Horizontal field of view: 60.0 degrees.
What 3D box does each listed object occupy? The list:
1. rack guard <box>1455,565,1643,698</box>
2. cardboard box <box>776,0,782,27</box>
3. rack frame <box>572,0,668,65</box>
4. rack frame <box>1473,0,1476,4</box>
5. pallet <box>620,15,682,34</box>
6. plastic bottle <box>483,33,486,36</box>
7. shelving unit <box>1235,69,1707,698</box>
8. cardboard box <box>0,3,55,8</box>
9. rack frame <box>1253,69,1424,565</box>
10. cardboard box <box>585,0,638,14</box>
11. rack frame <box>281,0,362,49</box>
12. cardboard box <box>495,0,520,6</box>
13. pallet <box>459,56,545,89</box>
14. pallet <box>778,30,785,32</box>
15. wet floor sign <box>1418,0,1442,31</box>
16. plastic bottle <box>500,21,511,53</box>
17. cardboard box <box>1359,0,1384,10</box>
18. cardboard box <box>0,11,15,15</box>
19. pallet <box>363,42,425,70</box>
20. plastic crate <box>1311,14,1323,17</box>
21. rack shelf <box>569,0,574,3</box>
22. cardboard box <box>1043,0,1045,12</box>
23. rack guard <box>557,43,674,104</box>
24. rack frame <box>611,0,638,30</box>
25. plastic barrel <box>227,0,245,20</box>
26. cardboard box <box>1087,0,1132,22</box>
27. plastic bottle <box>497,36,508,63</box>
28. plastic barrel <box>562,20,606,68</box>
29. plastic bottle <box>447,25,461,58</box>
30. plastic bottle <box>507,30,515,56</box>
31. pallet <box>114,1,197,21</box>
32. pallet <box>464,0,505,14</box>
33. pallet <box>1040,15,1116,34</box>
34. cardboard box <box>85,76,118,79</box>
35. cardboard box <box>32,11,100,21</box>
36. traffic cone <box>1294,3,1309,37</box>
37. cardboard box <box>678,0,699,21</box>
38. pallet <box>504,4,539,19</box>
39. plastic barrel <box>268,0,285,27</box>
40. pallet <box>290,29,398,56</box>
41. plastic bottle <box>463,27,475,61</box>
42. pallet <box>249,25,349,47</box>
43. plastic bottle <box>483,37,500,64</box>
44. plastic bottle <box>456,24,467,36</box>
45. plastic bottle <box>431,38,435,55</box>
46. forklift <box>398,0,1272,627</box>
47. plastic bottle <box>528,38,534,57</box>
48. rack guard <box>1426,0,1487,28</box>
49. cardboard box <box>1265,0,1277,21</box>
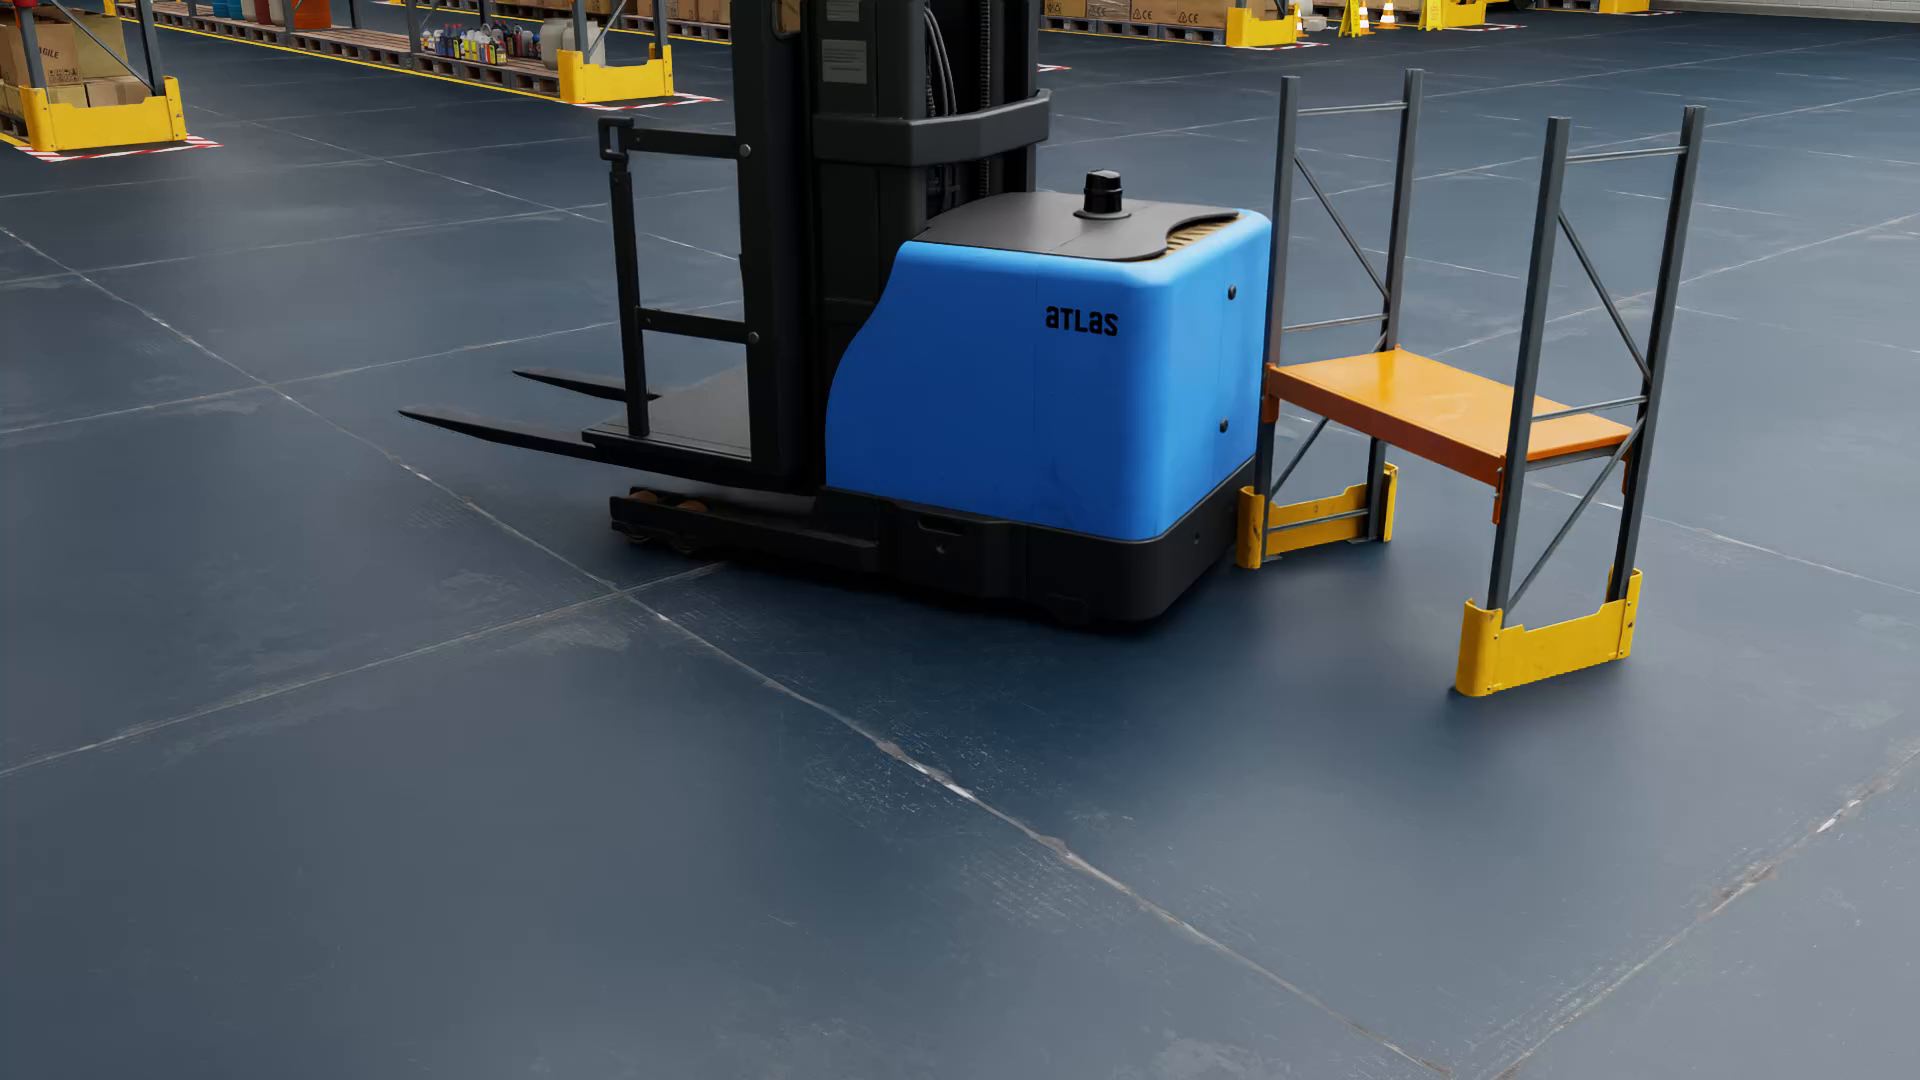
[{"bbox_3d":[1.603,0.243,4.521,0.587,0.250,0.087,-11,24,-25],"label":"rack guard"},{"bbox_3d":[-2.669,-7.428,23.159,0.500,0.500,0.700,20,29,41],"label":"cardboard box"},{"bbox_3d":[-3.425,-5.928,16.505,1.000,3.000,0.127,-17,27,-37],"label":"rack frame"},{"bbox_3d":[7.834,-9.466,25.539,1.000,3.000,0.127,-17,27,-37],"label":"rack frame"},{"bbox_3d":[-4.386,-7.802,25.115,1.003,0.211,1.213,-17,27,-37],"label":"pallet"},{"bbox_3d":[-5.327,-5.520,18.596,0.152,0.276,0.135,-17,27,-37],"label":"plastic bottle"},{"bbox_3d":[1.376,-0.501,4.705,0.587,1.500,1.083,-11,24,-25],"label":"shelving unit"},{"bbox_3d":[-9.006,-4.902,16.053,0.500,0.500,0.500,-17,27,-37],"label":"cardboard box"},{"bbox_3d":[1.149,-0.663,5.119,0.500,1.500,0.032,-11,24,-25],"label":"rack frame"},{"bbox_3d":[-5.330,-8.719,25.969,1.225,0.875,0.875,-19,28,-40],"label":"cardboard box"},{"bbox_3d":[-8.647,-8.138,22.148,1.000,3.000,0.127,-17,27,-37],"label":"rack frame"},{"bbox_3d":[-7.073,-9.456,27.852,1.225,0.875,0.875,-17,27,-37],"label":"cardboard box"},{"bbox_3d":[-4.829,-5.202,18.475,1.003,0.211,1.213,-17,27,-37],"label":"pallet"},{"bbox_3d":[-1.819,-6.736,22.393,1.003,0.211,1.213,-17,27,-37],"label":"pallet"},{"bbox_3d":[7.148,-8.062,25.184,0.267,0.644,0.232,-8,23,-19],"label":"wet floor sign"},{"bbox_3d":[-5.272,-5.842,19.315,0.144,0.351,0.185,-19,28,-40],"label":"plastic bottle"},{"bbox_3d":[6.771,-8.685,26.741,0.500,0.250,0.500,-17,27,-37],"label":"cardboard box"},{"bbox_3d":[-8.745,-4.502,15.033,0.500,0.500,0.500,-17,27,-37],"label":"cardboard box"},{"bbox_3d":[-6.578,-5.942,20.366,1.003,0.211,1.213,-17,27,-37],"label":"pallet"},{"bbox_3d":[5.627,-8.583,27.287,0.583,0.080,0.402,12,24,27],"label":"plastic crate"},{"bbox_3d":[-4.731,-6.145,18.047,1.077,0.370,4.000,-17,27,-37],"label":"rack shelf"},{"bbox_3d":[1.066,-8.663,25.997,1.050,0.750,0.750,-18,27,-38],"label":"cardboard box"},{"bbox_3d":[-3.511,-4.774,16.986,1.175,0.500,0.348,-17,27,-37],"label":"rack guard"},{"bbox_3d":[-4.895,-9.317,25.159,1.000,3.000,0.127,-17,27,-37],"label":"rack frame"},{"bbox_3d":[-10.454,-8.112,24.382,0.600,0.901,0.708,-17,27,-37],"label":"plastic barrel"},{"bbox_3d":[2.488,-8.132,24.472,0.875,0.875,0.875,-17,27,-37],"label":"cardboard box"},{"bbox_3d":[-5.020,-5.372,18.209,0.061,0.283,0.133,-17,27,-37],"label":"plastic bottle"},{"bbox_3d":[-3.913,-5.128,17.300,0.421,0.512,0.421,0,21,0],"label":"plastic barrel"},{"bbox_3d":[-5.701,-5.630,18.775,0.144,0.351,0.185,-19,28,-40],"label":"plastic bottle"},{"bbox_3d":[-5.122,-5.690,19.019,0.061,0.283,0.133,-17,27,-37],"label":"plastic bottle"},{"bbox_3d":[-13.361,-8.813,27.695,1.003,0.211,1.213,-17,27,-37],"label":"pallet"},{"bbox_3d":[-7.943,-9.352,29.073,1.003,0.211,1.213,-17,27,-37],"label":"pallet"},{"bbox_3d":[1.976,-7.838,25.205,1.003,0.211,1.213,-17,27,-37],"label":"pallet"},{"bbox_3d":[-7.691,-4.003,14.786,0.500,0.250,0.500,-17,27,-37],"label":"cardboard box"},{"bbox_3d":[-8.026,-4.488,14.995,0.500,0.500,0.500,-17,27,-37],"label":"cardboard box"},{"bbox_3d":[4.879,-7.563,24.159,0.336,0.463,0.334,-17,27,-37],"label":"traffic cone"},{"bbox_3d":[-3.696,-7.872,24.295,0.700,0.500,0.500,-15,26,-33],"label":"cardboard box"},{"bbox_3d":[-6.945,-8.928,27.990,1.003,0.211,1.213,-17,27,-37],"label":"pallet"},{"bbox_3d":[-9.416,-7.441,23.204,0.421,0.512,0.421,0,21,0],"label":"plastic barrel"},{"bbox_3d":[-8.171,-6.616,22.087,1.003,0.211,1.213,-17,27,-37],"label":"pallet"},{"bbox_3d":[-5.423,-5.513,18.475,0.144,0.351,0.185,-18,27,-38],"label":"plastic bottle"},{"bbox_3d":[-9.194,-7.047,23.188,1.003,0.211,1.213,-17,27,-37],"label":"pallet"},{"bbox_3d":[-5.100,-5.343,18.145,0.152,0.276,0.135,-17,27,-37],"label":"plastic bottle"},{"bbox_3d":[-5.715,-5.717,18.996,0.144,0.351,0.185,-17,27,-37],"label":"plastic bottle"},{"bbox_3d":[-6.028,-5.686,19.122,0.097,0.201,0.097,0,21,0],"label":"plastic bottle"},{"bbox_3d":[-0.567,-1.481,5.246,3.031,2.935,1.130,11,24,26],"label":"forklift"},{"bbox_3d":[-4.861,-5.611,18.931,0.097,0.201,0.097,0,21,0],"label":"plastic bottle"},{"bbox_3d":[7.785,-8.323,26.048,1.175,0.500,0.348,-17,27,-37],"label":"rack guard"},{"bbox_3d":[4.770,-8.186,25.694,0.637,0.503,0.797,3,22,9],"label":"cardboard box"}]
